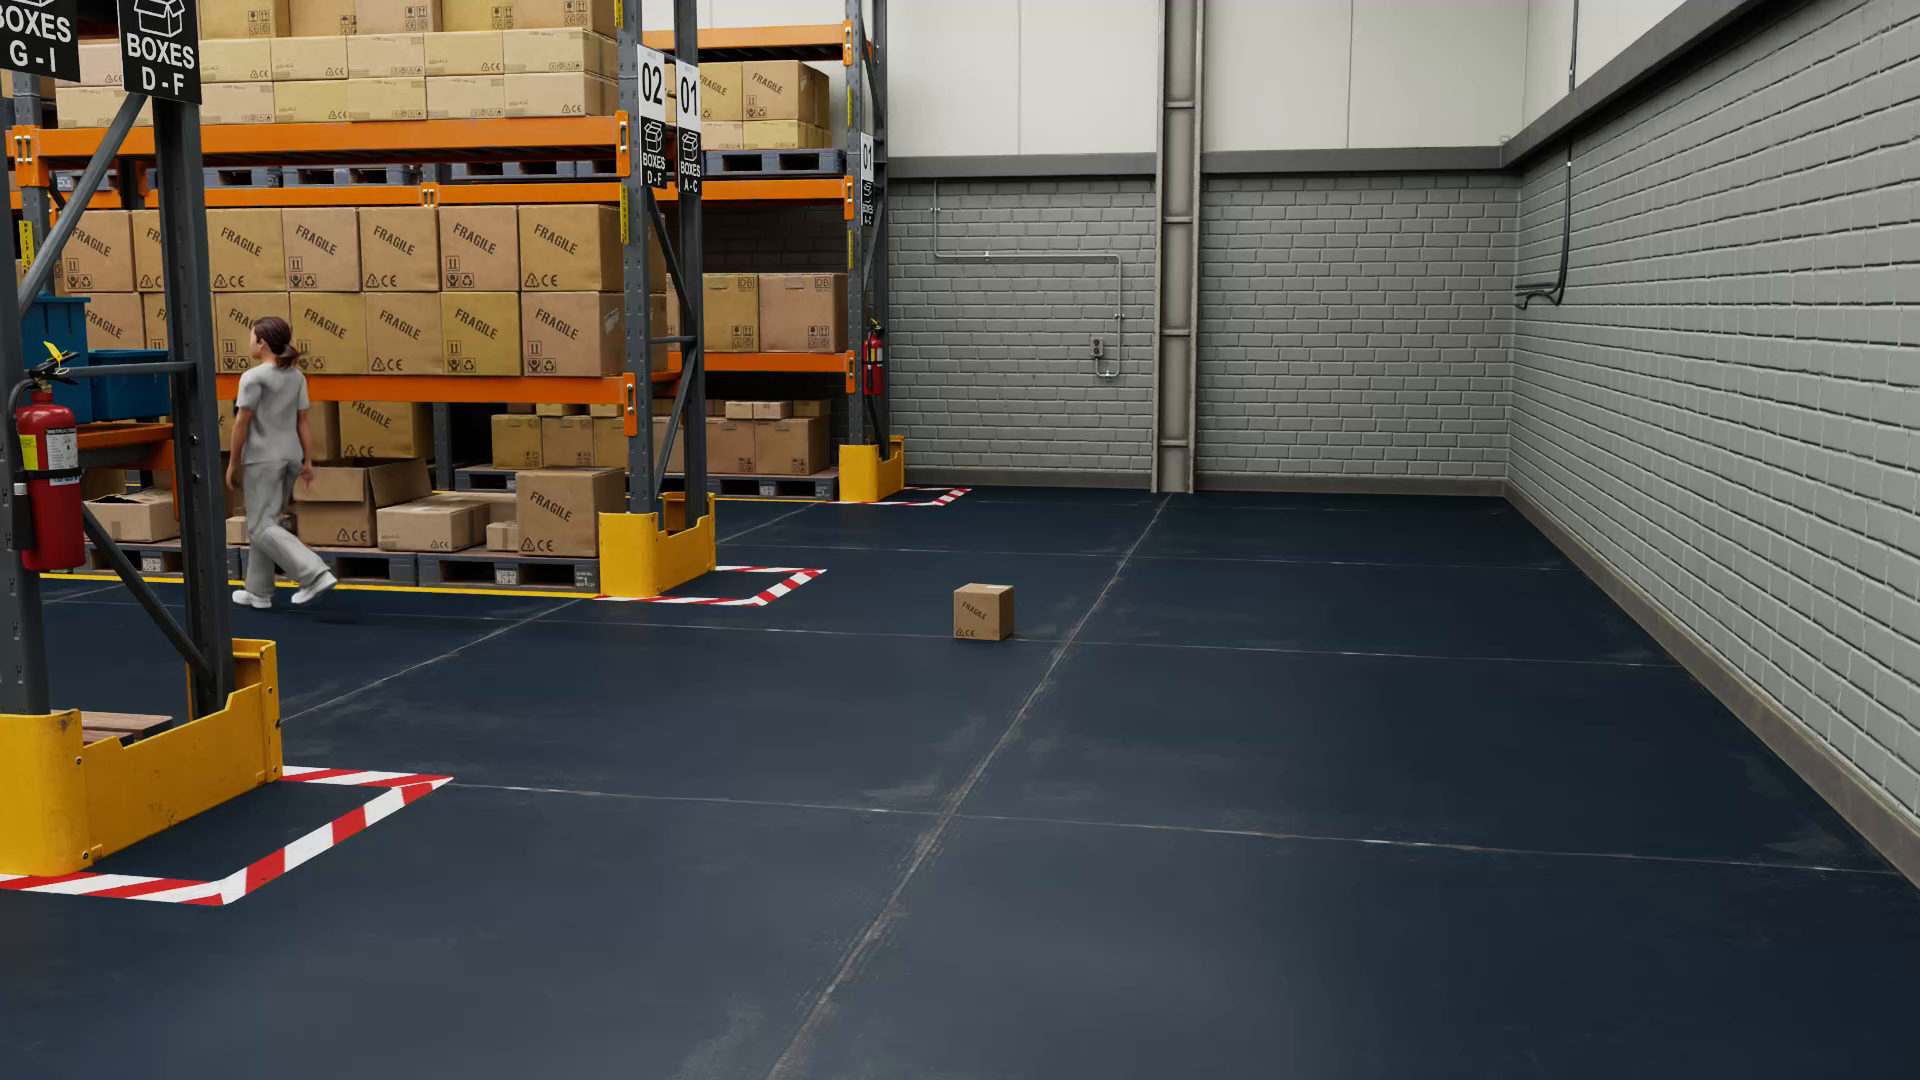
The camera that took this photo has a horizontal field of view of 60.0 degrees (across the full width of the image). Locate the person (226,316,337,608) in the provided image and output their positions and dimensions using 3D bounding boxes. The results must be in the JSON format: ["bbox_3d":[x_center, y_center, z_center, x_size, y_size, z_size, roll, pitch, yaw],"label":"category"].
[{"bbox_3d":[-3.813,-0.413,9.226,0.852,1.642,0.445,3,9,21],"label":"person"}]
